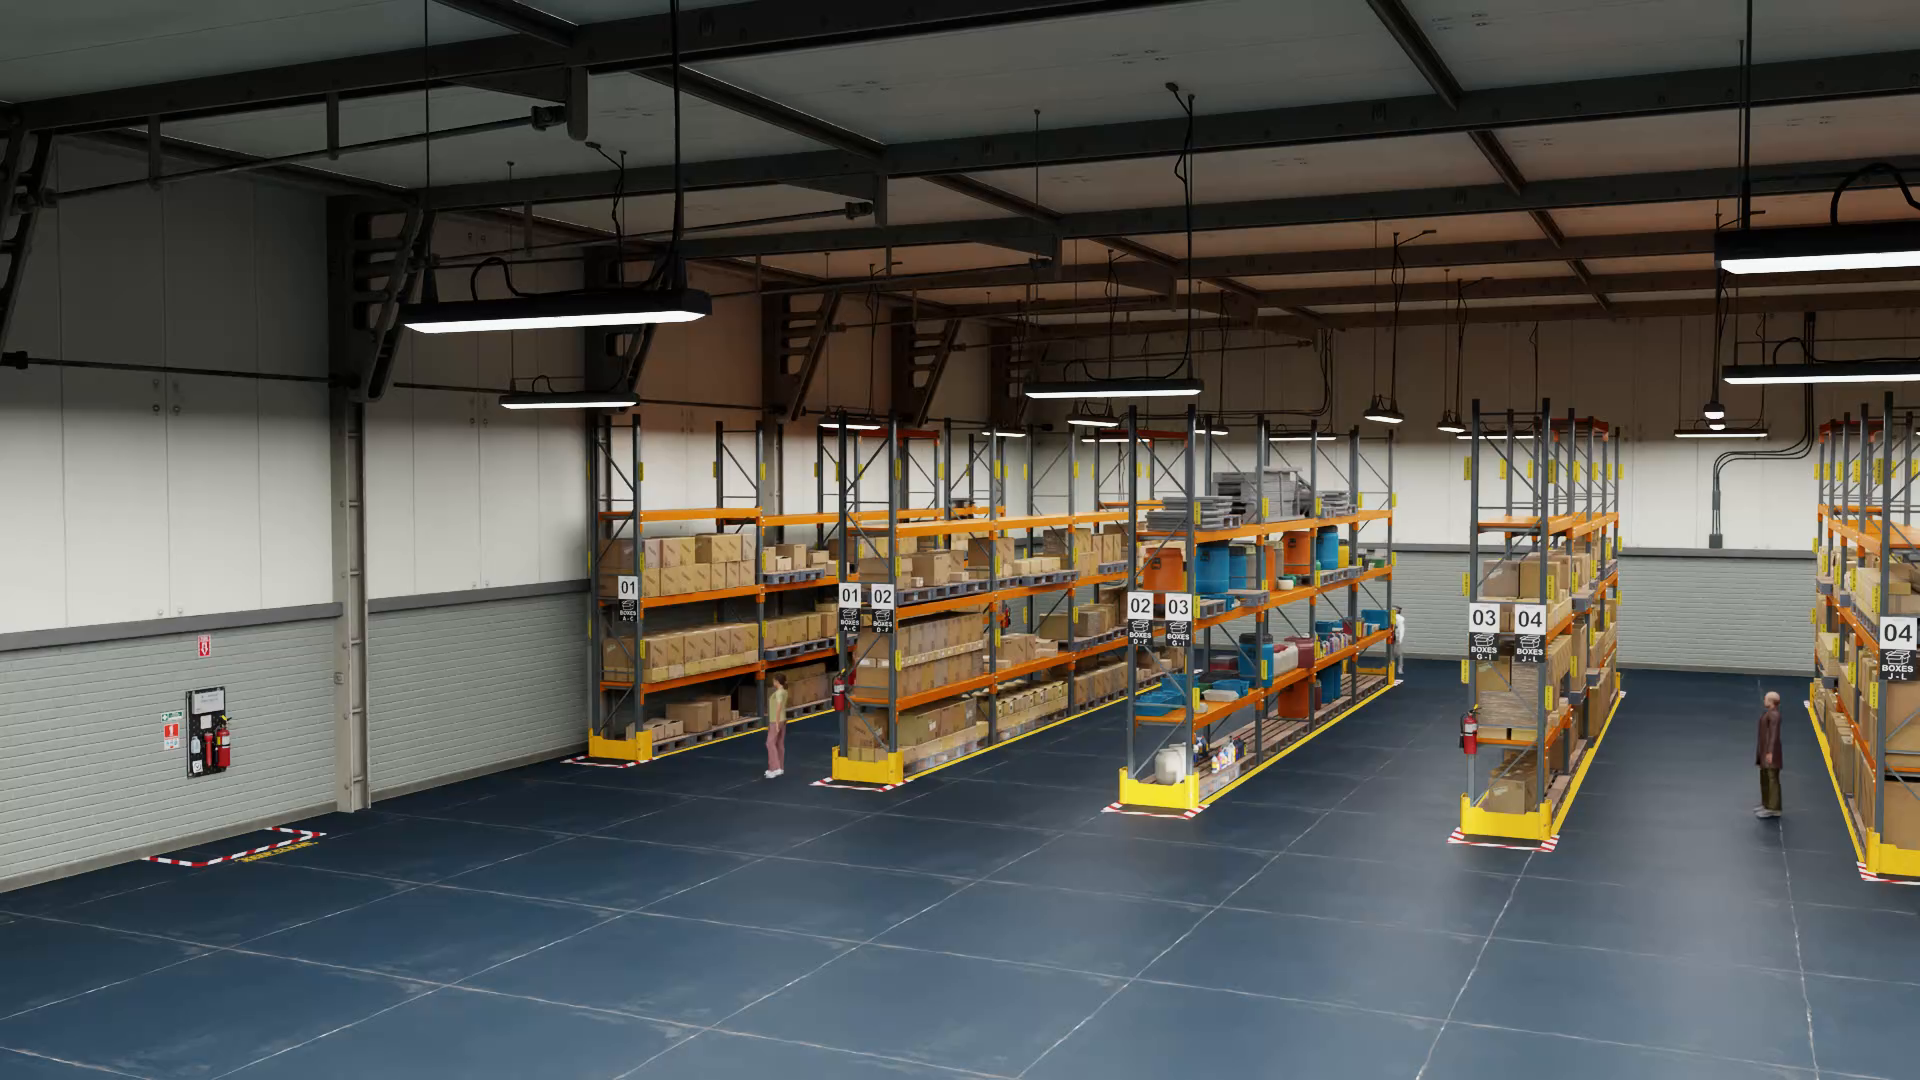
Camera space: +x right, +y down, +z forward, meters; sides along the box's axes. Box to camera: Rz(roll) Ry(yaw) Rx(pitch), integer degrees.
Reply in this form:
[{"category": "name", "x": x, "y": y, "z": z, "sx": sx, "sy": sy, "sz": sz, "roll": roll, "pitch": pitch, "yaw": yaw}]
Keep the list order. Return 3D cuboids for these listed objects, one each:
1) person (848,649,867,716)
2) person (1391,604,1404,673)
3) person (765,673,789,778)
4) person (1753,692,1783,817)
[{"category": "person", "x": -1.901, "y": 2.870, "z": 30.685, "sx": 0.415, "sy": 1.733, "sz": 0.586, "roll": 1, "pitch": 2, "yaw": 16}, {"category": "person", "x": 10.842, "y": 2.462, "z": 41.467, "sx": 0.484, "sy": 1.730, "sz": 0.382, "roll": 1, "pitch": 3, "yaw": 32}, {"category": "person", "x": -3.014, "y": 3.068, "z": 27.418, "sx": 0.393, "sy": 1.711, "sz": 0.526, "roll": 0, "pitch": 2, "yaw": 11}, {"category": "person", "x": 11.826, "y": 3.111, "z": 24.297, "sx": 0.393, "sy": 1.788, "sz": 0.584, "roll": 0, "pitch": 2, "yaw": 8}]
